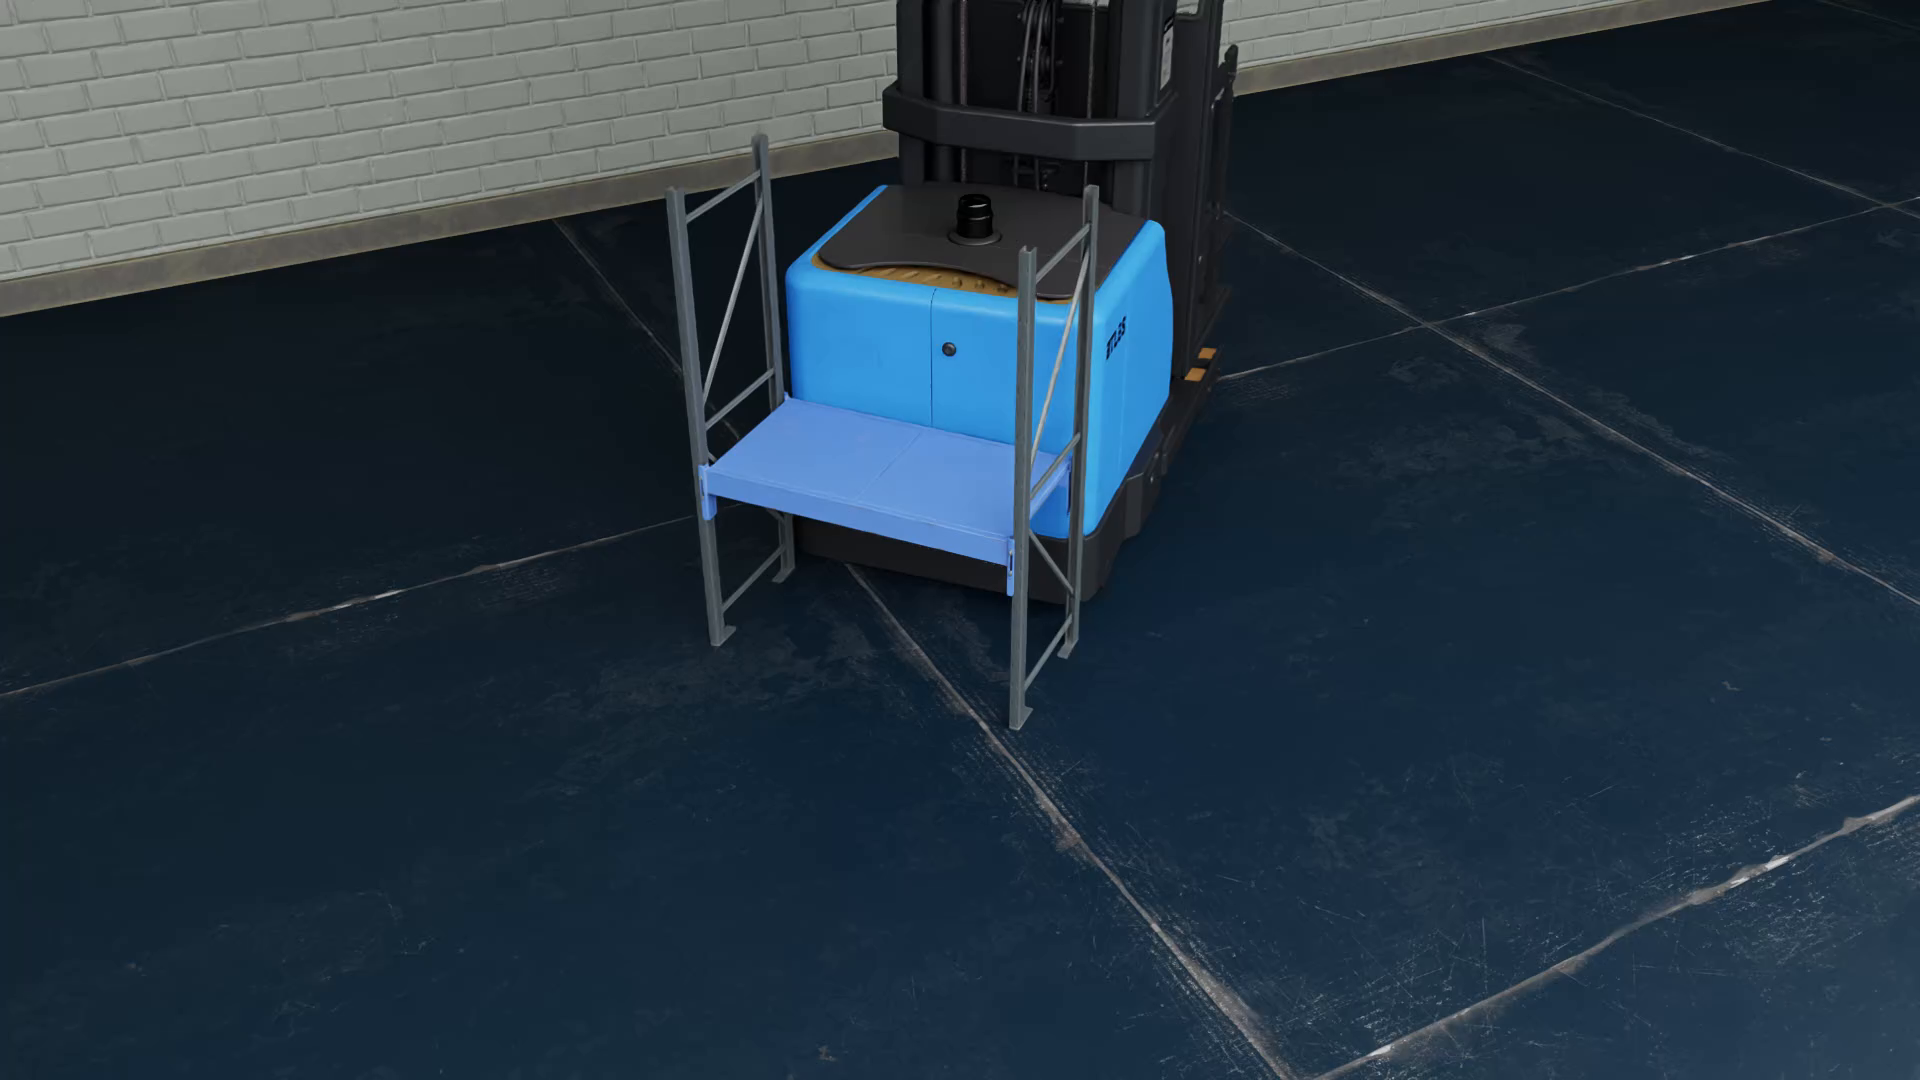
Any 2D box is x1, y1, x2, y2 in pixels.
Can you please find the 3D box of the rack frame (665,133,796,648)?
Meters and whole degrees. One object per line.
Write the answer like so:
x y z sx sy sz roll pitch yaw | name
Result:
-0.670 -0.419 5.014 0.032 1.500 0.500 13 35 20 | rack frame

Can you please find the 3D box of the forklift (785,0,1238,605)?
0.425 -1.814 5.864 1.130 2.935 3.031 11 34 17 | forklift

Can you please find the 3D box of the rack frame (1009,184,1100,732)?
0.259 -0.196 4.666 0.032 1.500 0.500 13 35 20 | rack frame

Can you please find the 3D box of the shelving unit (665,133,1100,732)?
-0.206 -0.308 4.840 1.048 1.500 0.538 13 35 20 | shelving unit

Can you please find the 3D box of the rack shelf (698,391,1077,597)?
-0.206 -0.156 4.937 1.000 0.185 0.538 13 35 20 | rack shelf
